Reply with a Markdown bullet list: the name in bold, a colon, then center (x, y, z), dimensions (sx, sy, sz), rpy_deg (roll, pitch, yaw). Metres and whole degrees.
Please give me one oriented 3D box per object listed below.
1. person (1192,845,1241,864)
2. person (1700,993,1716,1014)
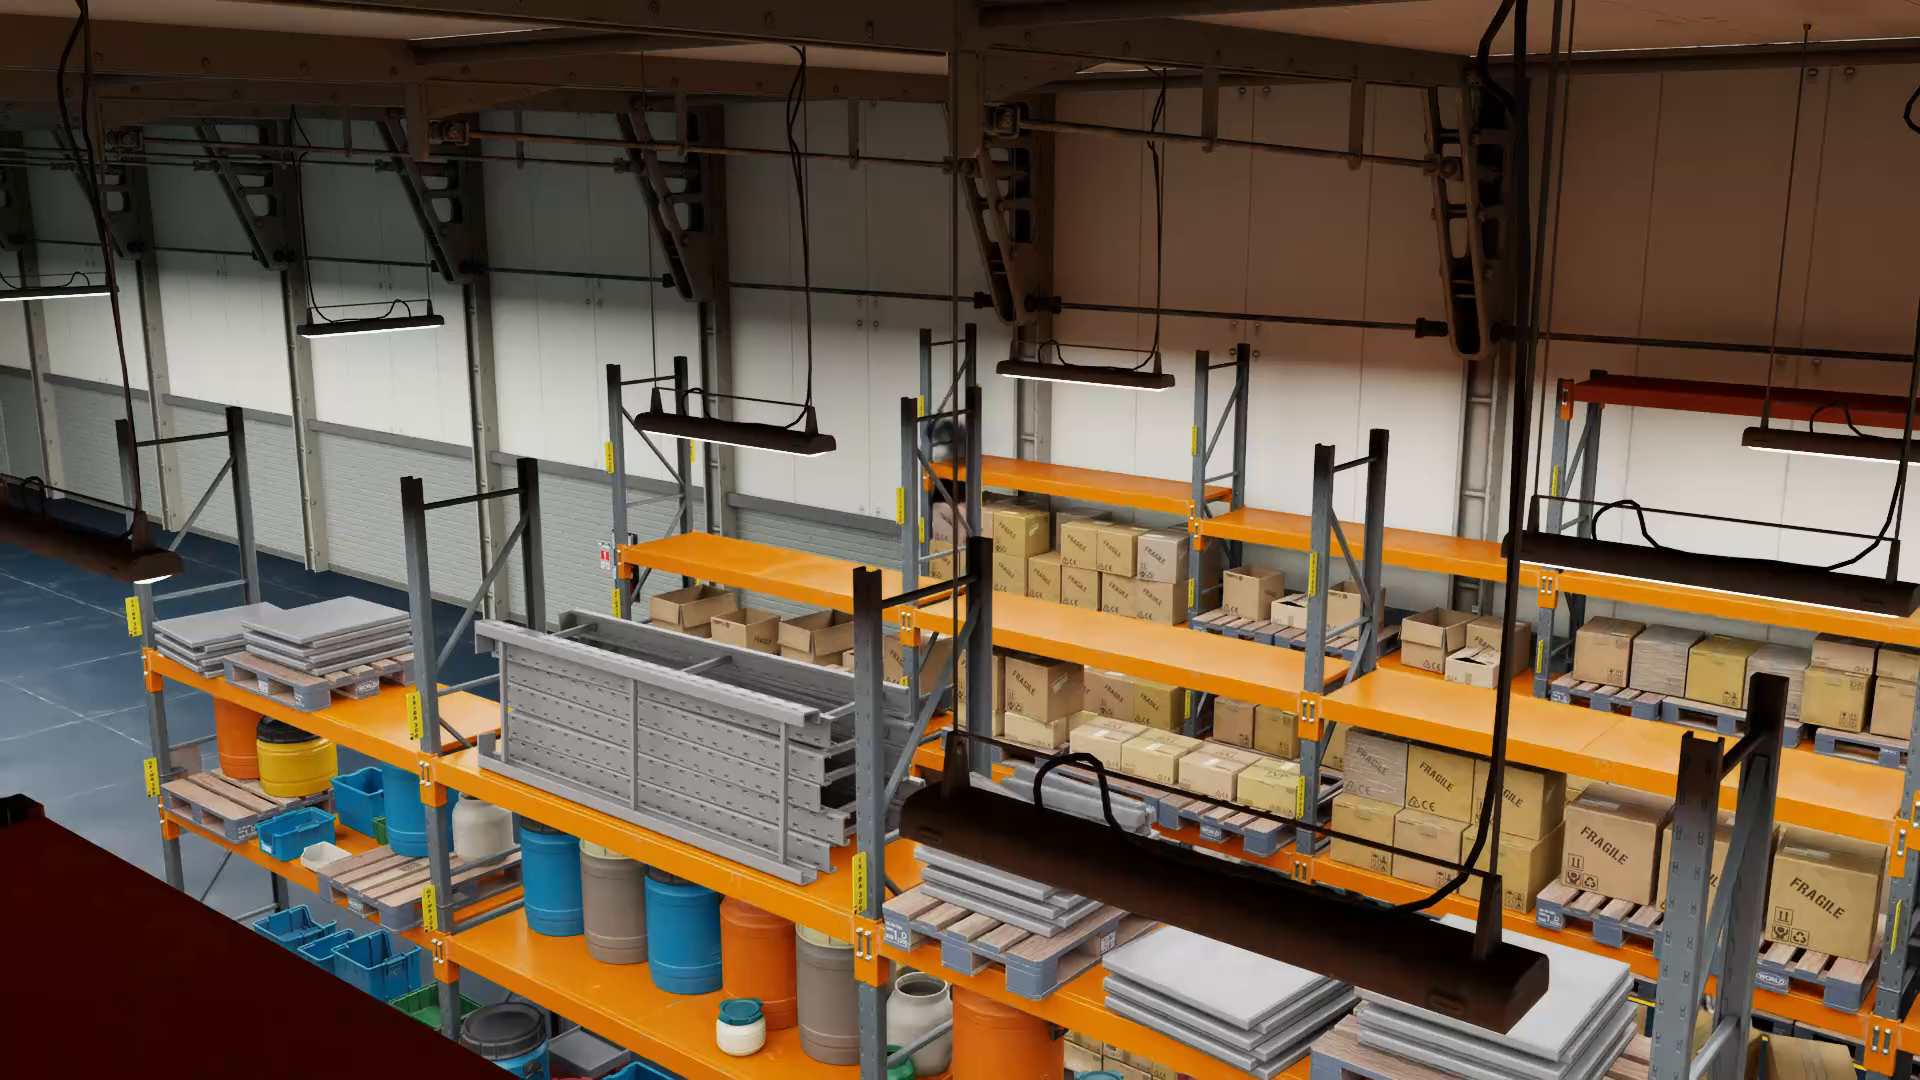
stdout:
- **person**: center (2.504, 3.505, 16.669), dimensions (0.926, 1.831, 0.694), rpy_deg (8, 15, 32)
- **person**: center (6.516, 4.137, 14.094), dimensions (0.859, 1.670, 0.621), rpy_deg (8, 15, 31)
